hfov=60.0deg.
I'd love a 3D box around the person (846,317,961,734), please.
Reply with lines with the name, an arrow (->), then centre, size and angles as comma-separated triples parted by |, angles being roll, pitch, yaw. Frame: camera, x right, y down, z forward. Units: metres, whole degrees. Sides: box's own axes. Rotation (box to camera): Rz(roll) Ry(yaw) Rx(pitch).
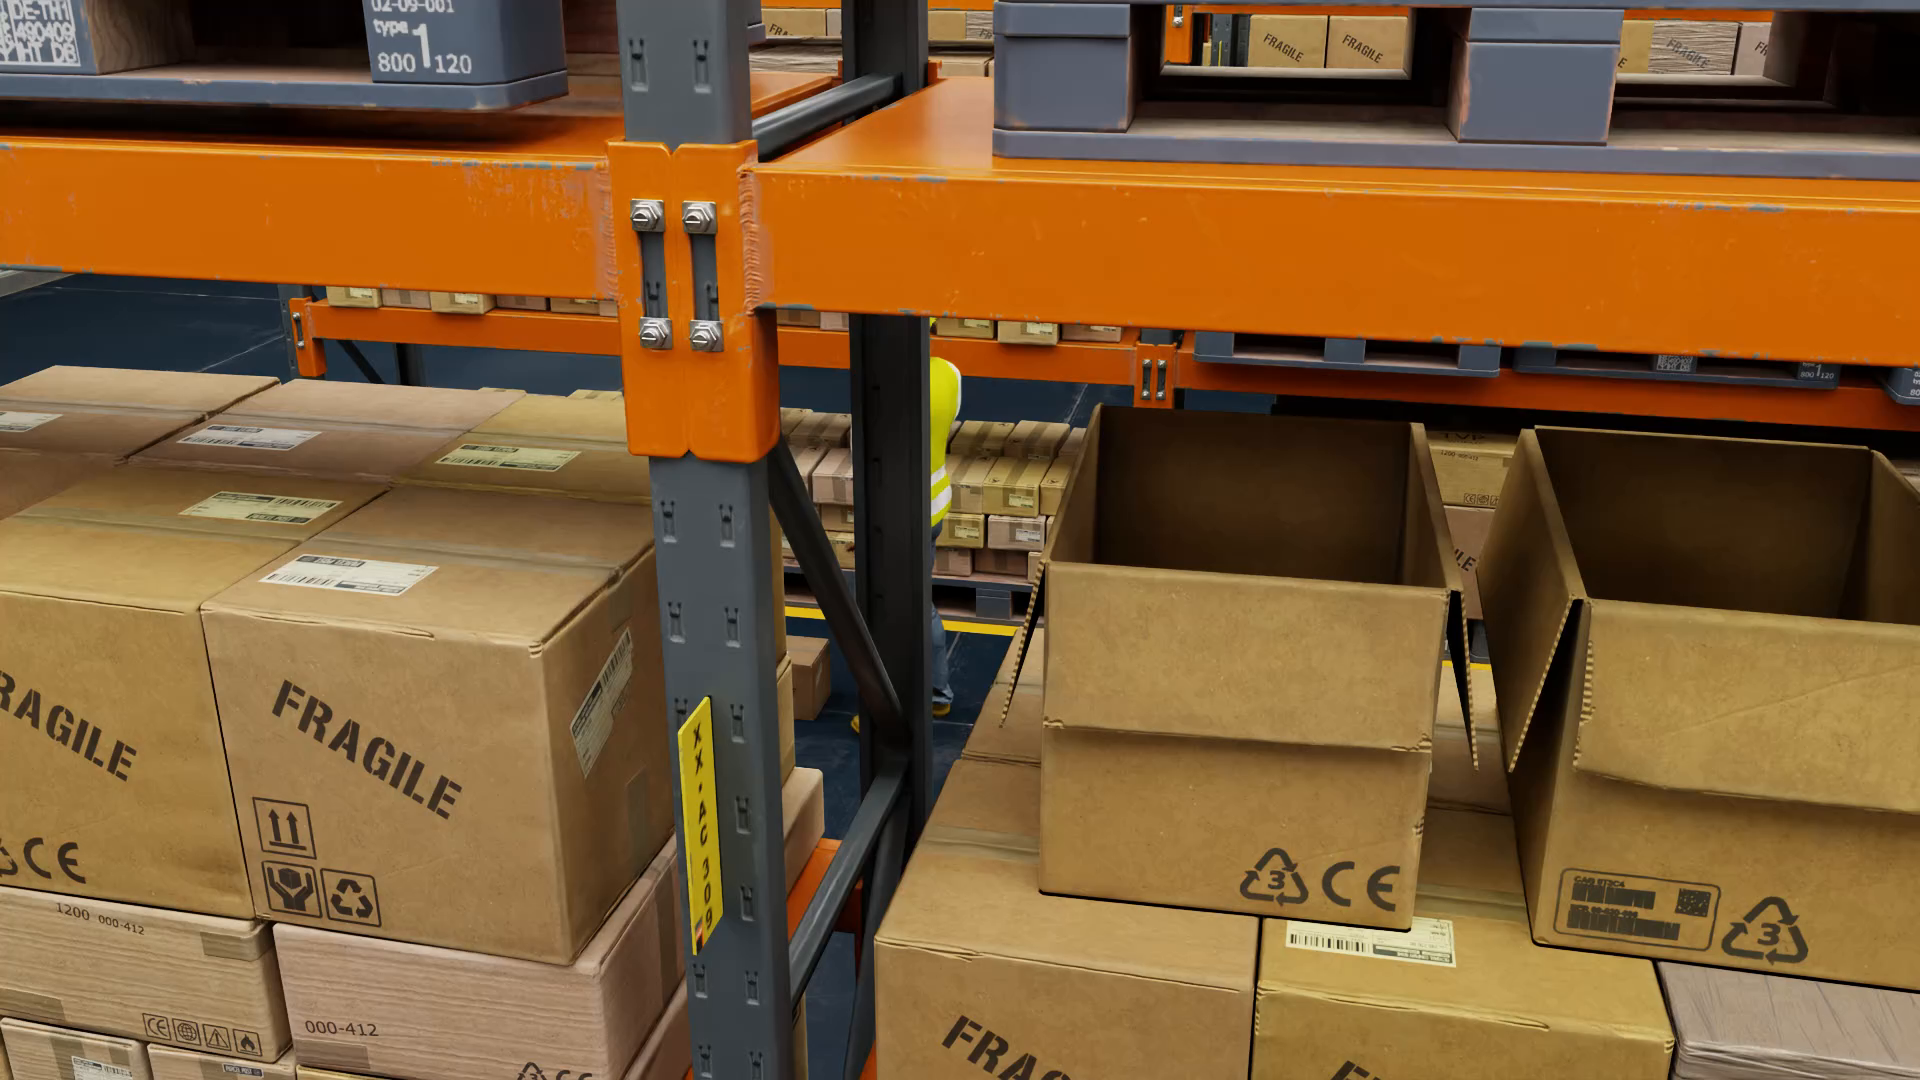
person -> -0.217, -0.085, 6.274 | 0.363, 1.763, 0.565 | 7, 23, 18
